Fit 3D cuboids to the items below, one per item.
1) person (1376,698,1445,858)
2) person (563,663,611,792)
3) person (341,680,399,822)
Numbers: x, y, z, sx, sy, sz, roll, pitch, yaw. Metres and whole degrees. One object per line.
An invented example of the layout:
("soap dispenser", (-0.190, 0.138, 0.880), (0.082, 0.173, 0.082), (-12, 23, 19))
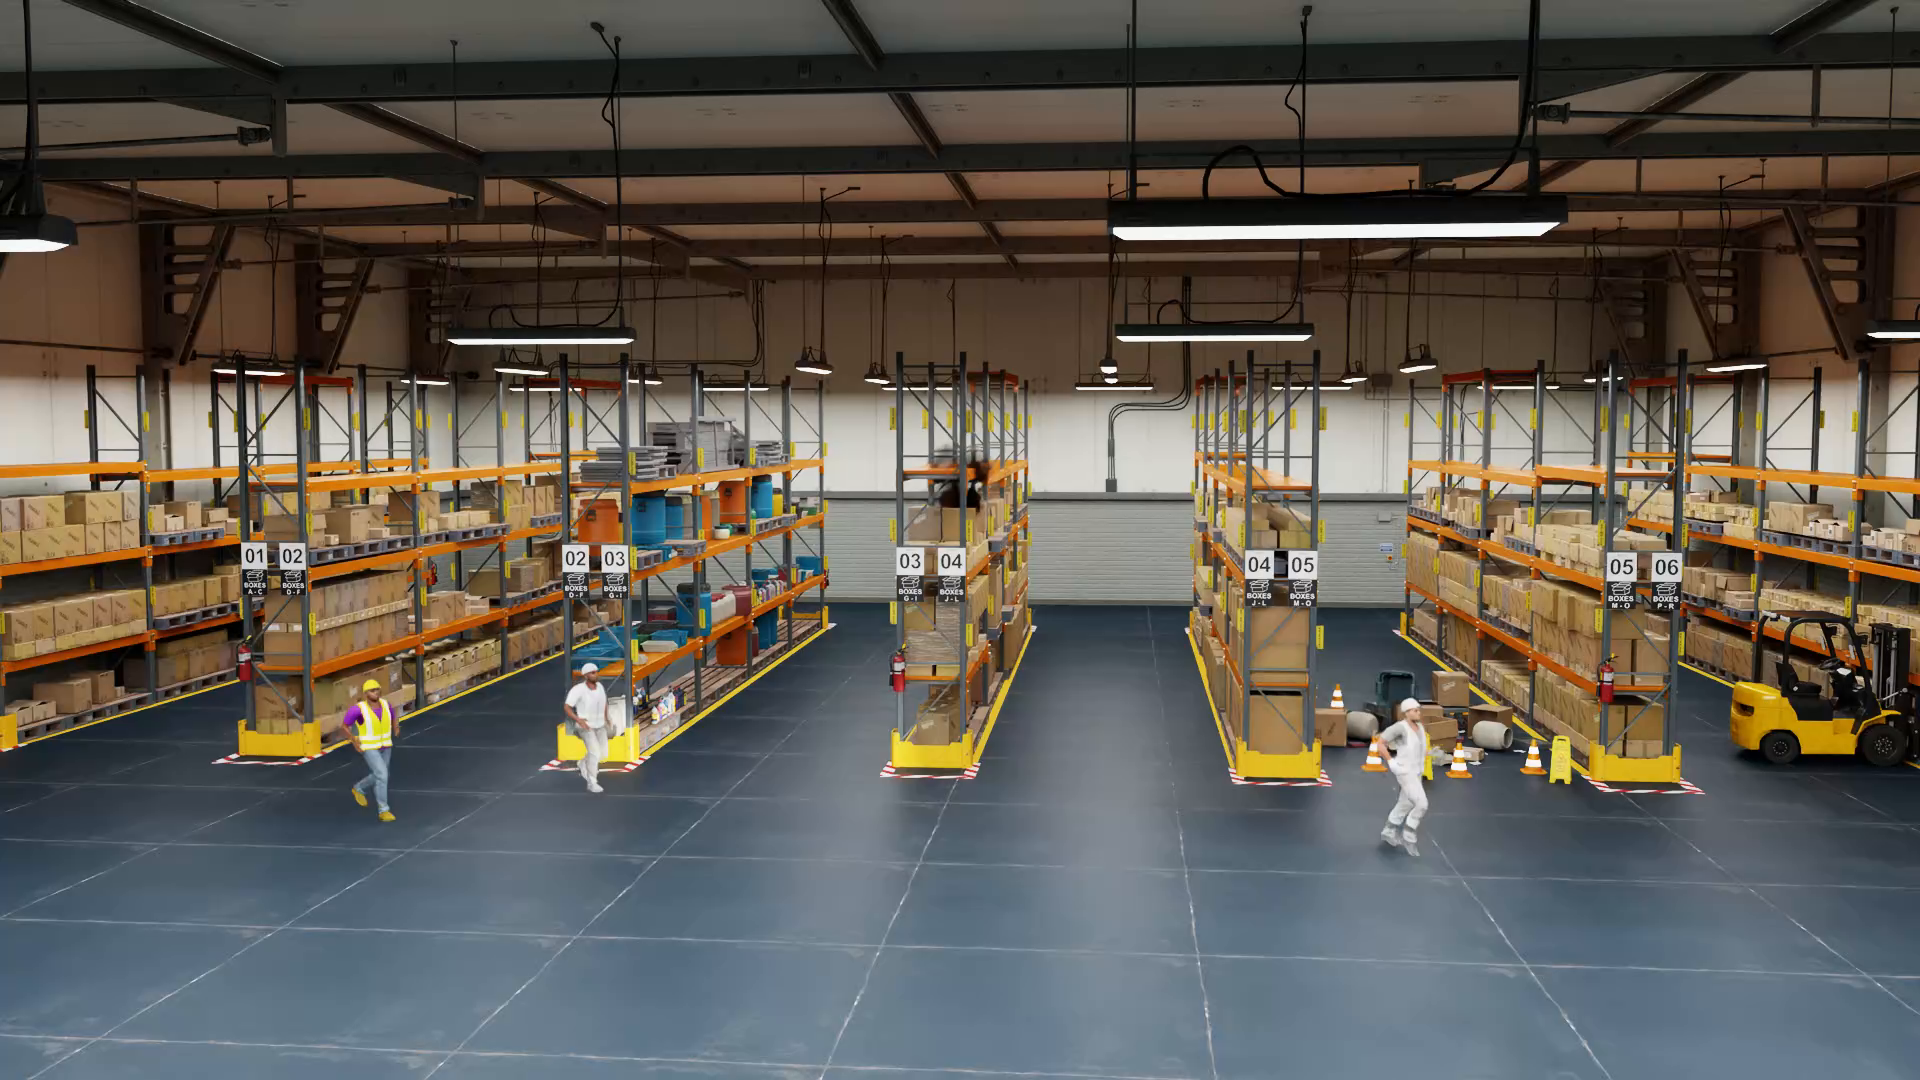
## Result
("person", (5.224, 2.747, 19.295), (0.754, 1.830, 0.632), (4, 6, 44))
("person", (-5.075, 2.535, 22.641), (0.607, 1.738, 0.715), (3, 5, 36))
("person", (-7.416, 2.636, 21.044), (0.852, 1.768, 0.689), (3, 5, 35))
